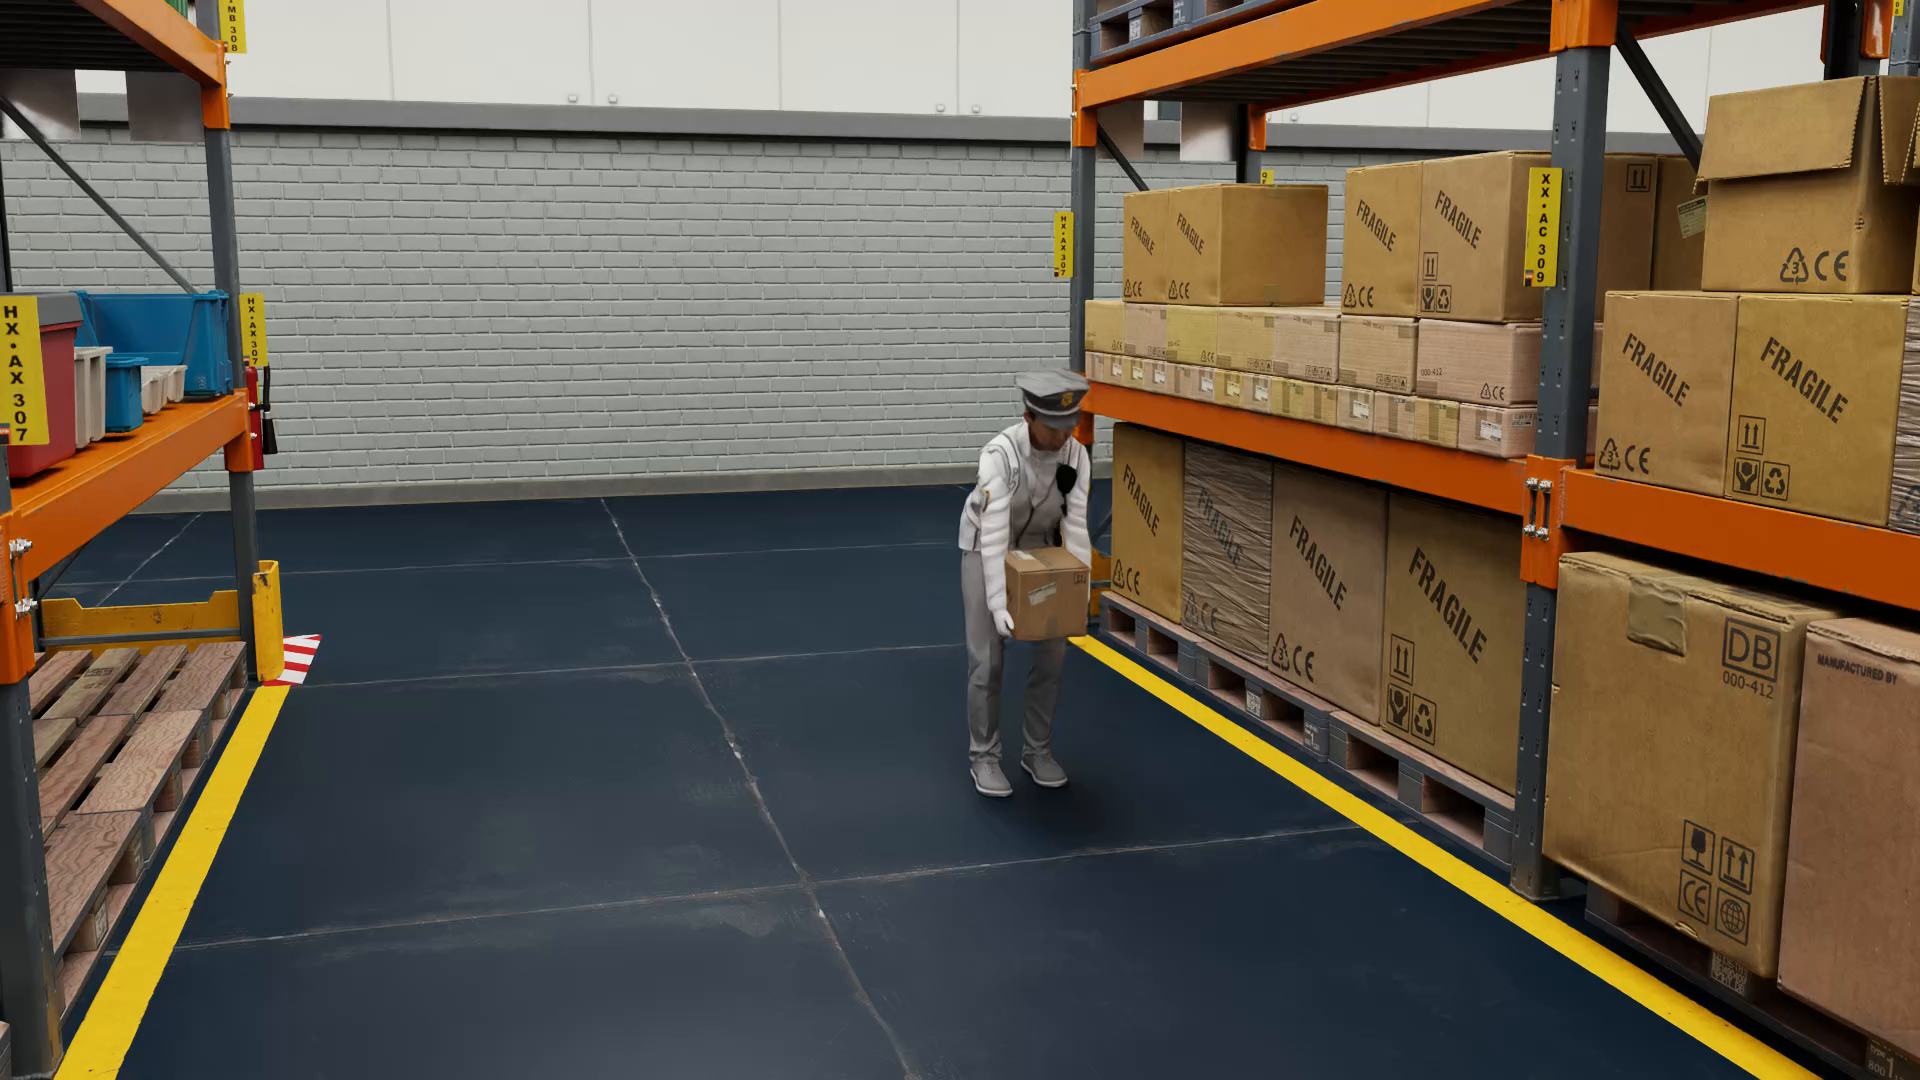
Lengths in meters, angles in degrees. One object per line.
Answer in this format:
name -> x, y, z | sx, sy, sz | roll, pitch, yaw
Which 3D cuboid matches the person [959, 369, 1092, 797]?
person -> 0.244, 0.155, 5.876 | 0.405, 1.530, 0.693 | -3, 10, -17
